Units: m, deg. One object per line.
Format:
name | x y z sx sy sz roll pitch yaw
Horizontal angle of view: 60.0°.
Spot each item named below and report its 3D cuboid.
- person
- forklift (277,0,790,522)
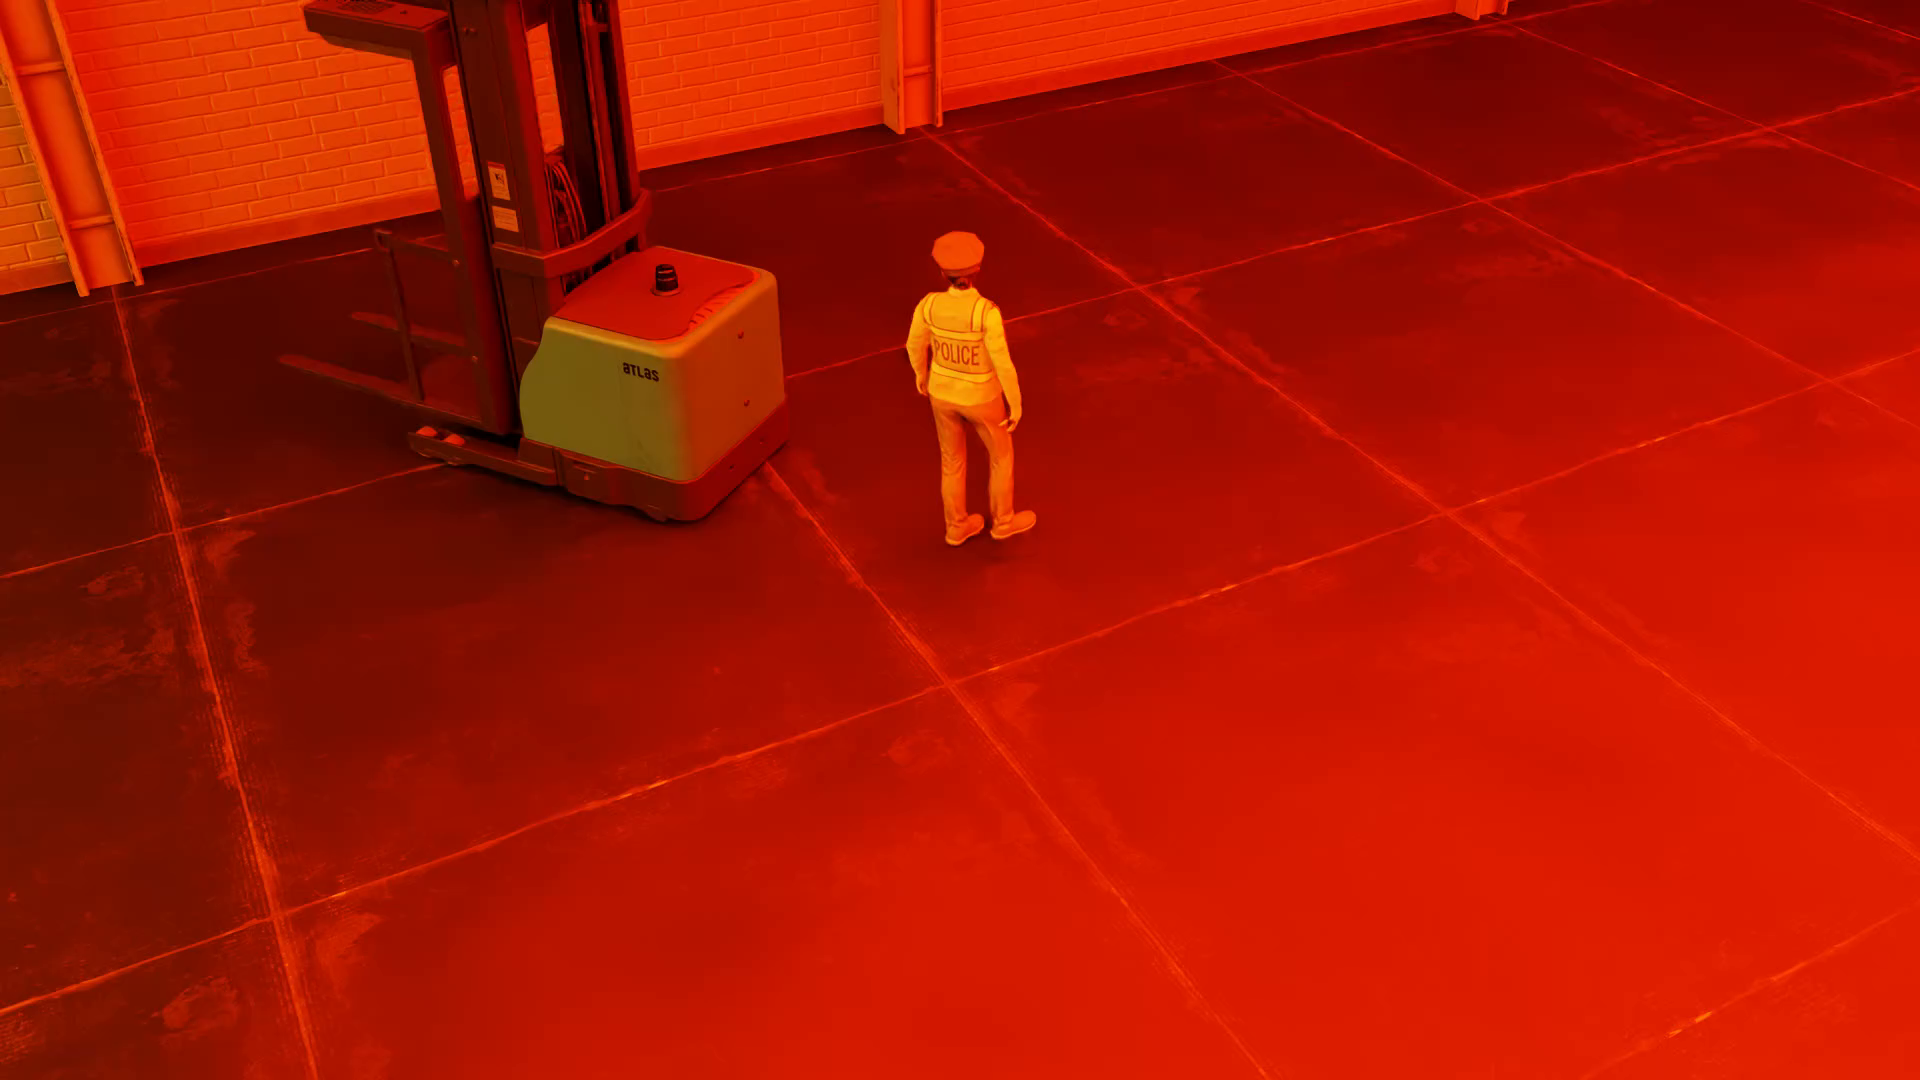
person | 0.042 -0.745 8.274 0.646 1.668 0.417 12 37 17
forklift | -2.513 -1.869 8.767 3.031 2.935 1.130 16 38 21
